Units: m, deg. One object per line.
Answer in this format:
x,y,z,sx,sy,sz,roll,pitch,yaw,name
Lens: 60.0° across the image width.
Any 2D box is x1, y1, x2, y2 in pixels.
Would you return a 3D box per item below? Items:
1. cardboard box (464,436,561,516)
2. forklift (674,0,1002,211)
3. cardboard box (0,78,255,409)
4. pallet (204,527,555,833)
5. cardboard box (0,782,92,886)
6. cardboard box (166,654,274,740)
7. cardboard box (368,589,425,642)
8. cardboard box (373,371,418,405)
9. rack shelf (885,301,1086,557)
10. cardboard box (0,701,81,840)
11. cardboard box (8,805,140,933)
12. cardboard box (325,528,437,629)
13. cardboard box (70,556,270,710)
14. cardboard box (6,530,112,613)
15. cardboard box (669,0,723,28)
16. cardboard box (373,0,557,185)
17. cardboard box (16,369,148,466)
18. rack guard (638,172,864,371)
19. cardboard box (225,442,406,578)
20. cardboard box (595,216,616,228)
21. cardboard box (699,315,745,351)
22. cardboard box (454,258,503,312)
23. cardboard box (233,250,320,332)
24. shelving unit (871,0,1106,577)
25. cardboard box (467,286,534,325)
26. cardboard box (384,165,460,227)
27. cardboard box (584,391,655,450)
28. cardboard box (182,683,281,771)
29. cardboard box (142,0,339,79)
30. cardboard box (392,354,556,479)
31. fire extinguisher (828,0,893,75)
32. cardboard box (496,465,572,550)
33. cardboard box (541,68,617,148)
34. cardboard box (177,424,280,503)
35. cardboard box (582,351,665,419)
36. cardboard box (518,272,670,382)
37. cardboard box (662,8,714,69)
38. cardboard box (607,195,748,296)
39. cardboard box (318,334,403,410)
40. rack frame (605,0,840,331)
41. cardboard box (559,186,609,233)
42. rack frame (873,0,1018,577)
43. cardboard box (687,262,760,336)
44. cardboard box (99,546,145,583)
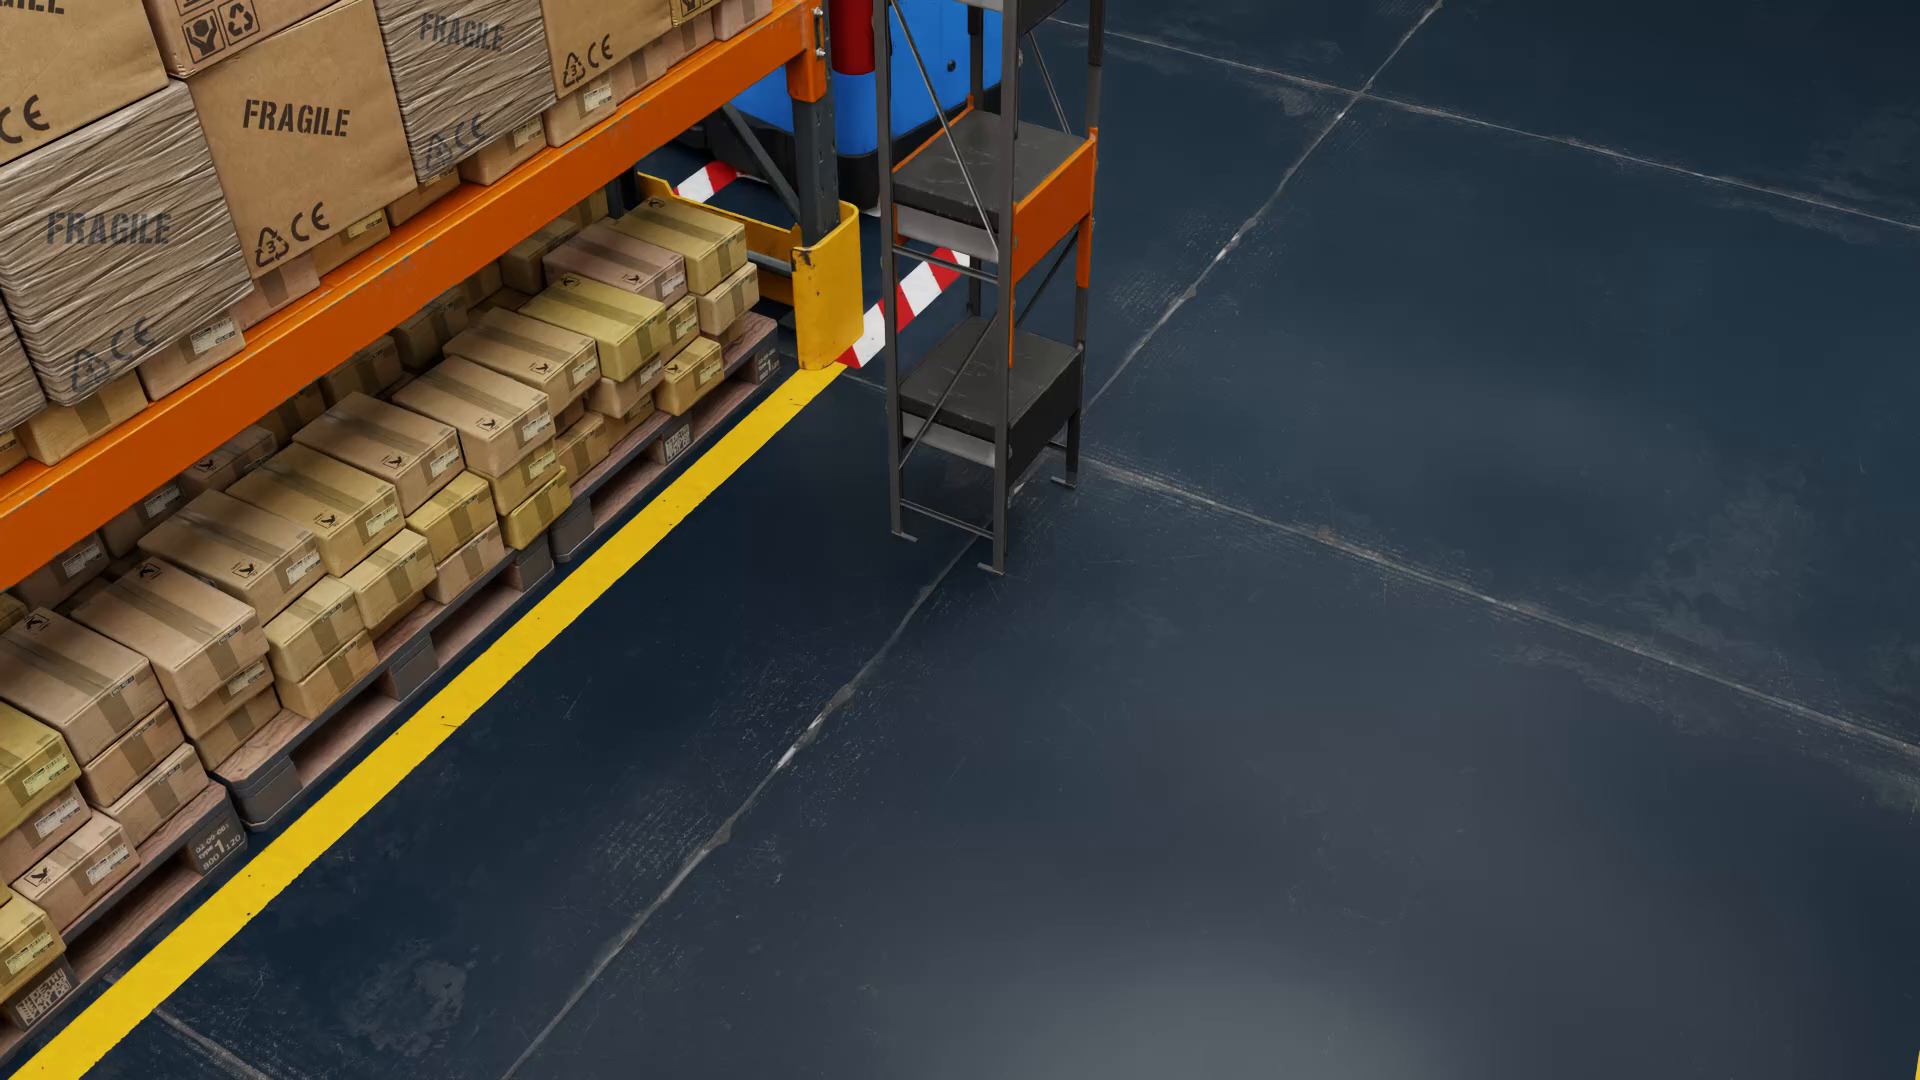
-1.406,-0.253,4.882,0.380,0.149,0.250,22,46,23,cardboard box
-1.216,-3.240,6.711,3.031,2.935,1.130,29,49,29,forklift
-1.894,-0.671,3.441,0.500,0.500,0.500,20,45,21,cardboard box
-1.970,0.190,4.875,1.003,0.211,1.213,21,45,22,pallet
-2.286,0.613,3.898,0.380,0.149,0.250,21,45,22,cardboard box
-1.991,0.310,4.242,0.380,0.149,0.250,23,46,24,cardboard box
-1.745,0.119,4.685,0.380,0.149,0.250,22,46,23,cardboard box
-1.872,-0.432,5.085,0.380,0.149,0.250,19,45,20,cardboard box
0.083,-0.347,5.135,0.431,0.518,0.480,21,45,22,rack shelf
-2.260,0.502,3.800,0.380,0.149,0.250,20,45,21,cardboard box
-2.212,0.739,3.981,0.380,0.149,0.250,21,45,22,cardboard box
-1.665,0.054,4.533,0.380,0.149,0.250,21,46,22,cardboard box
-1.951,0.226,4.113,0.380,0.149,0.250,22,46,23,cardboard box
-2.467,0.027,4.339,0.380,0.149,0.250,19,45,20,cardboard box
-0.885,-1.856,4.787,0.500,0.500,0.500,22,46,23,cardboard box
-1.393,-1.269,4.121,0.500,0.500,0.500,21,46,22,cardboard box
-1.983,-0.338,3.554,0.380,0.149,0.250,22,46,23,cardboard box
-0.921,-1.067,6.083,1.175,0.500,0.348,21,45,22,rack guard
-1.729,-0.085,4.466,0.380,0.149,0.250,21,46,22,cardboard box
-1.367,-1.033,5.768,0.380,0.149,0.250,23,46,24,cardboard box
-0.966,-0.766,5.690,0.380,0.149,0.250,22,46,23,cardboard box
-1.710,-0.873,5.361,0.380,0.149,0.250,21,45,22,cardboard box
-1.749,-0.658,3.917,0.380,0.149,0.250,23,46,24,cardboard box
0.083,-0.883,4.664,0.431,2.100,0.503,21,45,22,shelving unit
-1.599,-0.726,5.419,0.380,0.149,0.250,21,46,23,cardboard box
-1.522,-0.966,4.268,0.380,0.149,0.250,19,45,20,cardboard box
-1.214,-0.463,5.345,0.380,0.149,0.250,21,45,22,cardboard box
-2.023,0.411,4.353,0.380,0.149,0.250,19,45,20,cardboard box
-1.664,-1.335,3.439,0.500,0.500,0.500,19,45,21,cardboard box
-1.394,-0.359,4.777,0.380,0.149,0.250,23,46,24,cardboard box
-0.357,-1.871,5.446,0.296,0.674,0.183,21,45,22,fire extinguisher
-1.399,-0.151,4.991,0.380,0.149,0.250,19,45,20,cardboard box
-1.178,-1.242,4.581,0.380,0.149,0.250,22,46,23,cardboard box
-2.124,-0.237,4.639,0.380,0.149,0.250,21,46,22,cardboard box
-1.158,-0.554,5.223,0.380,0.149,0.250,19,45,20,cardboard box
-1.123,-0.658,5.117,0.380,0.149,0.250,20,45,21,cardboard box
-0.958,-1.544,4.924,0.380,0.149,0.250,21,45,22,cardboard box
-0.928,-0.973,5.474,0.380,0.149,0.250,21,46,23,cardboard box
-1.909,-0.548,4.992,0.380,0.149,0.250,23,46,24,cardboard box
-0.883,-2.049,5.307,1.000,3.000,0.127,21,45,22,rack frame
-1.439,-1.172,5.701,0.380,0.149,0.250,19,45,20,cardboard box
-0.039,-0.743,4.505,0.400,2.100,0.015,21,45,22,rack frame
-0.900,-0.852,5.562,0.380,0.149,0.250,20,45,21,cardboard box
-2.286,0.027,4.564,0.380,0.149,0.250,19,45,20,cardboard box
